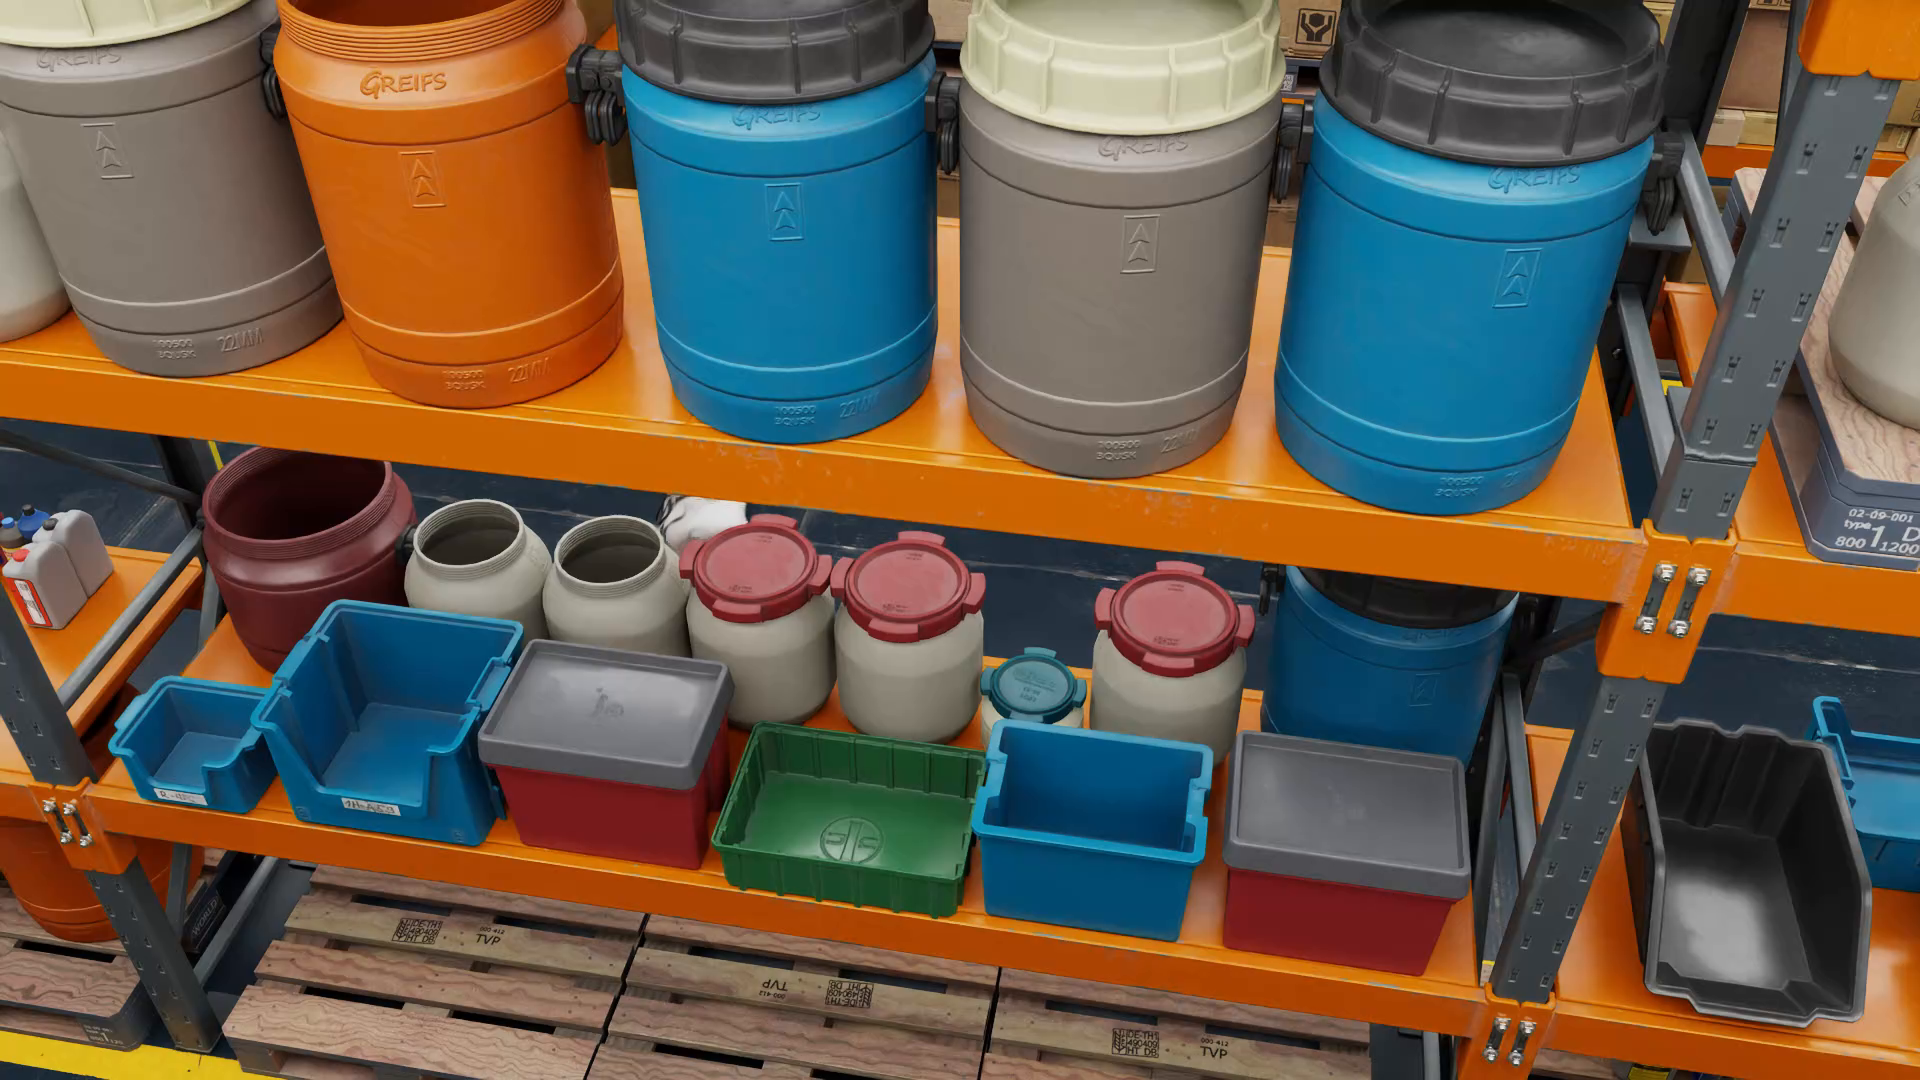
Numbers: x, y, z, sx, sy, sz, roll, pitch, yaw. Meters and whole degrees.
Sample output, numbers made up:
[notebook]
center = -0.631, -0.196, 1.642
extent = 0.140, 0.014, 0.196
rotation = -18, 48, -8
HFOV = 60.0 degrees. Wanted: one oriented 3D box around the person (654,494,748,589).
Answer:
[person]
center = -0.891, 0.333, 5.803
extent = 0.429, 1.842, 0.626
rotation = -6, 40, -7
